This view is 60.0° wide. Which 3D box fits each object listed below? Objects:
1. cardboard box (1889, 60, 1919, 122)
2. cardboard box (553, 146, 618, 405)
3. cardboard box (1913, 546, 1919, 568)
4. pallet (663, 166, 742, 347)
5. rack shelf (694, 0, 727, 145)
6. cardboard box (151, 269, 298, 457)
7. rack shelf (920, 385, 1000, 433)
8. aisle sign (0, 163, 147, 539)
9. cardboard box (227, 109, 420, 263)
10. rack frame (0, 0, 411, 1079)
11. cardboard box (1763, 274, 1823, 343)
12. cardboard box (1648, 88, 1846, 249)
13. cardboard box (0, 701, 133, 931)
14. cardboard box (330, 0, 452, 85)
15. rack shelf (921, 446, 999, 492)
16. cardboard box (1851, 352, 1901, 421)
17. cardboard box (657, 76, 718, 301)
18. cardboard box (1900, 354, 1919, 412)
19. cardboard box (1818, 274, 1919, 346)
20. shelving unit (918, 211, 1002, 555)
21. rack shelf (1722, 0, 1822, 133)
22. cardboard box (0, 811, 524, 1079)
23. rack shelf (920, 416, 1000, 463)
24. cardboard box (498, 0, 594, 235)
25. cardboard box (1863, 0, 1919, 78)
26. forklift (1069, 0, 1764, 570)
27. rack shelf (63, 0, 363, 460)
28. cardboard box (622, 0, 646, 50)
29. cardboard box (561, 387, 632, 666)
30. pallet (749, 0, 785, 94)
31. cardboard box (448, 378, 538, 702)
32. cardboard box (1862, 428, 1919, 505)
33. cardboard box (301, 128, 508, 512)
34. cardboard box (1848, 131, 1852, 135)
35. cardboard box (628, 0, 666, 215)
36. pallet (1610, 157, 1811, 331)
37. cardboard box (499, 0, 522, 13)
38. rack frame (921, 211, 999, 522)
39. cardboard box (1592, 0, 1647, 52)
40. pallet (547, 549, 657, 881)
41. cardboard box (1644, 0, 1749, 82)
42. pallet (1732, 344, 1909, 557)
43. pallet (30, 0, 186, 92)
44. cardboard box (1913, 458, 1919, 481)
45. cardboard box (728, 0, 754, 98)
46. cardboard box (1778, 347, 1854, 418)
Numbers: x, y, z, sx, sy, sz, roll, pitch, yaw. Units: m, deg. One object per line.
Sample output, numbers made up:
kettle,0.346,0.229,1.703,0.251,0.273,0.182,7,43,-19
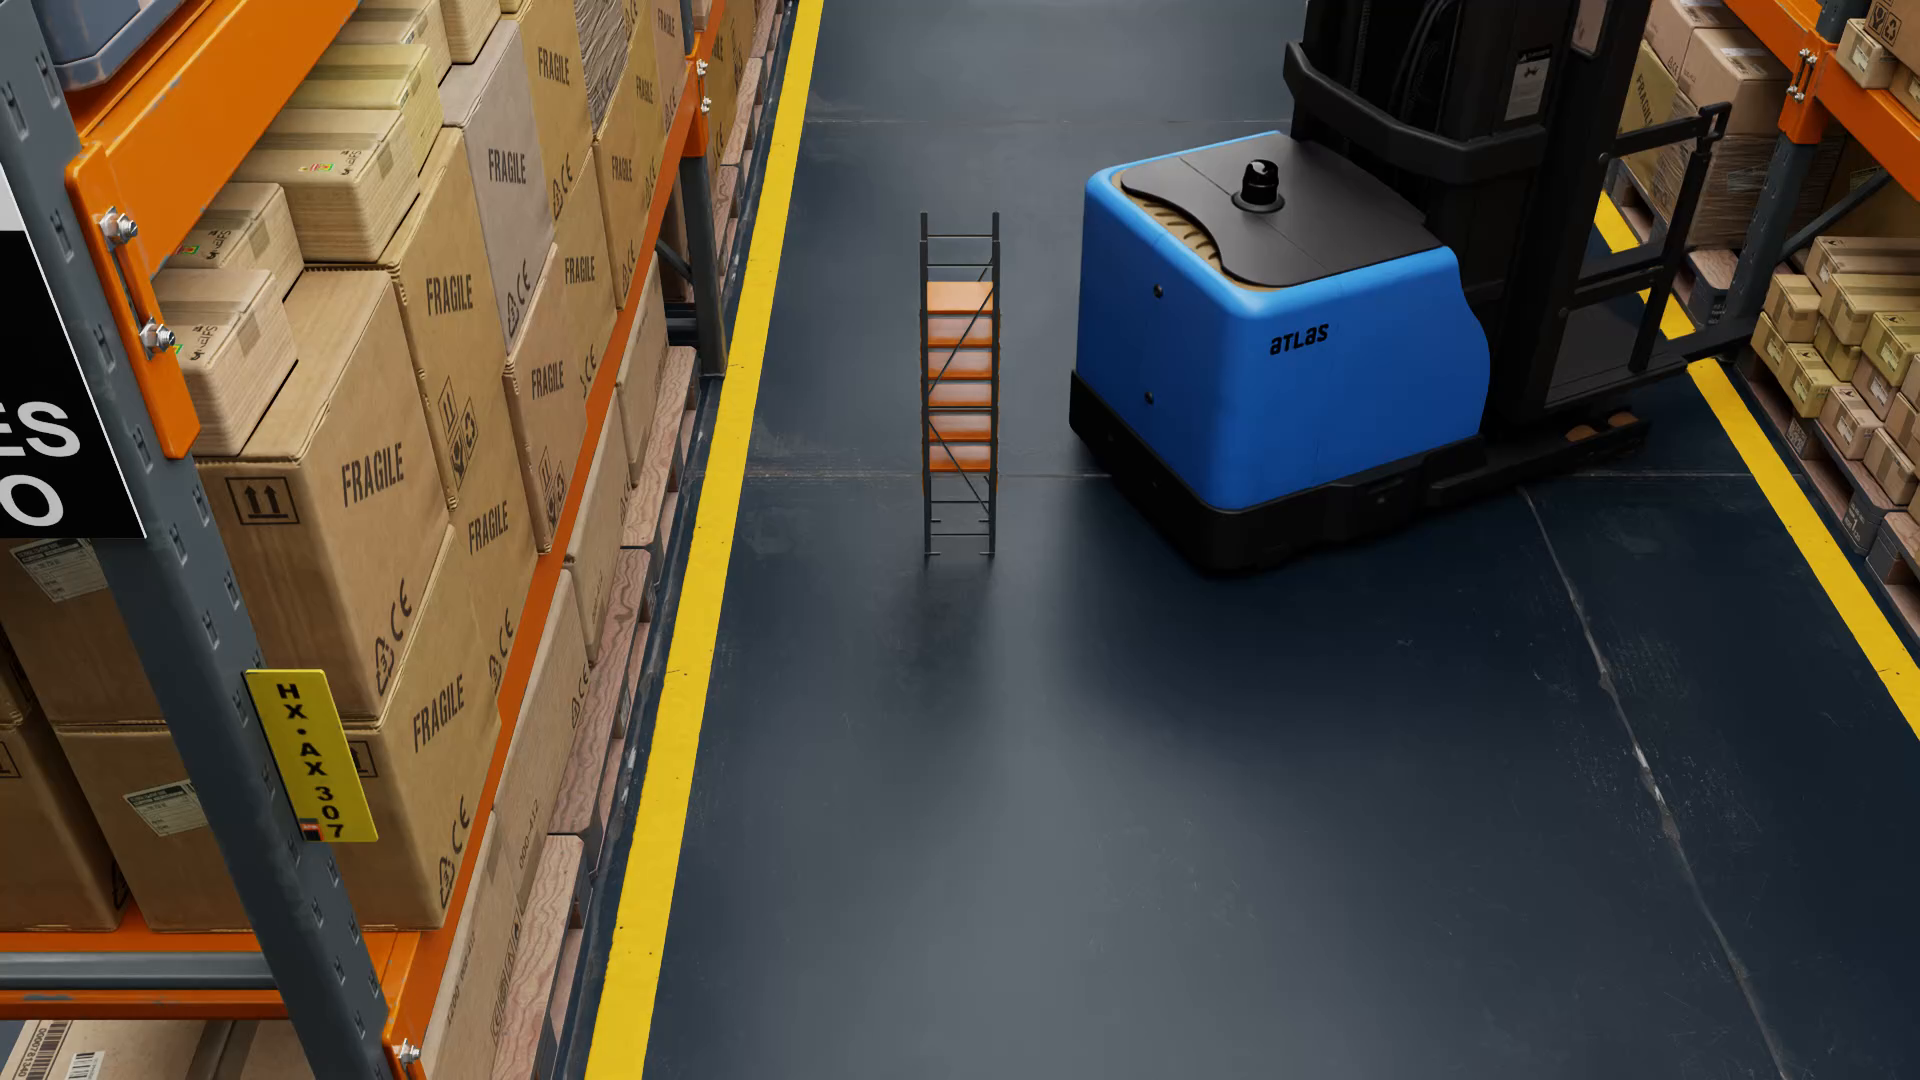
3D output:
cardboard box,3.273,-1.472,5.388,0.380,0.149,0.250,1,39,1
cardboard box,-1.162,-0.627,4.054,0.500,0.500,0.500,1,39,1
cardboard box,3.247,0.079,5.196,0.380,0.149,0.250,-1,39,-1
pallet,-1.501,-1.236,7.124,1.003,0.211,1.213,0,39,0
rack shelf,-1.427,-2.812,7.435,1.077,0.370,4.000,0,39,0
cardboard box,-1.143,-0.245,2.259,0.380,0.149,0.250,1,39,1
rack shelf,0.000,-0.443,5.414,0.258,0.103,0.180,0,39,0
aisle sign,-1.130,-0.310,1.659,0.394,0.787,0.004,0,39,0
cardboard box,-1.100,-0.571,2.666,0.380,0.149,0.250,1,39,1
rack frame,-1.423,0.660,2.528,0.949,2.616,0.053,0,39,0
cardboard box,3.206,-0.849,6.117,0.380,0.149,0.250,2,39,2
cardboard box,3.273,-1.560,6.960,0.500,0.500,0.500,-1,39,-1
cardboard box,-1.685,0.319,2.873,0.500,0.500,0.500,0,39,0
cardboard box,-1.172,-0.900,3.076,0.380,0.149,0.250,0,39,0
rack shelf,0.000,-0.255,5.564,0.258,0.103,0.180,0,39,0
cardboard box,3.332,-0.538,5.729,0.380,0.149,0.250,0,39,0
cardboard box,-1.505,-1.564,6.666,0.875,0.875,0.875,1,39,1
cardboard box,3.332,-0.483,5.422,0.380,0.149,0.250,-1,39,-1
cardboard box,3.260,-0.804,5.823,0.380,0.149,0.250,2,39,2
shelving unit,0.000,-0.477,5.386,0.258,1.200,0.189,0,39,0
rack shelf,3.523,-2.878,7.518,1.077,0.370,4.000,0,39,0
cardboard box,-1.521,1.083,3.713,0.875,0.438,0.875,-1,39,-2
rack shelf,0.000,-0.349,5.489,0.258,0.103,0.180,0,39,0
cardboard box,-1.153,-1.027,3.753,0.500,0.500,0.500,0,39,0
cardboard box,3.274,-1.754,5.222,0.500,0.500,0.500,-1,39,-1
forklift,1.960,-1.674,5.496,3.031,2.935,1.130,-17,42,-20
rack shelf,-1.422,-1.481,3.376,1.077,0.370,4.000,0,39,0
cardboard box,-1.155,-1.659,4.542,0.500,0.500,0.500,-1,39,-1
cardboard box,-1.529,-0.053,5.131,0.875,0.438,0.875,-1,39,-1
pallet,-1.503,-2.762,9.028,1.003,0.211,1.213,0,39,0
cardboard box,-1.162,0.004,3.266,0.500,0.500,0.500,-1,39,-1
cardboard box,3.307,-0.251,5.609,0.380,0.149,0.250,-1,39,-1
cardboard box,-1.143,-0.393,2.962,0.500,0.500,0.500,-1,39,-1
cardboard box,3.789,-1.852,6.726,0.500,0.250,0.500,-2,39,-2
cardboard box,-1.162,-1.269,4.855,0.500,0.500,0.500,-1,39,-1
pallet,3.523,-1.307,7.212,1.003,0.211,1.213,0,39,0
cardboard box,-1.103,-1.215,3.469,0.380,0.149,0.250,-1,39,-1
rack frame,0.000,-0.534,5.457,0.240,1.200,0.006,0,39,0
cardboard box,3.276,-2.201,7.761,0.500,0.500,0.500,-1,39,-1
pallet,-1.498,0.487,4.974,1.003,0.211,1.213,0,39,0
cardboard box,3.285,-2.177,7.131,0.500,0.250,0.500,2,39,2
pallet,3.562,-0.400,6.081,1.003,0.211,1.213,0,39,0
pallet,-1.431,-0.940,2.197,1.003,0.211,1.213,0,39,0
cardboard box,3.306,-0.198,5.304,0.380,0.149,0.250,2,39,2
cardboard box,-1.514,-2.688,8.069,0.875,0.875,0.875,0,39,1
cardboard box,3.205,-0.566,6.001,0.380,0.149,0.250,1,39,1
